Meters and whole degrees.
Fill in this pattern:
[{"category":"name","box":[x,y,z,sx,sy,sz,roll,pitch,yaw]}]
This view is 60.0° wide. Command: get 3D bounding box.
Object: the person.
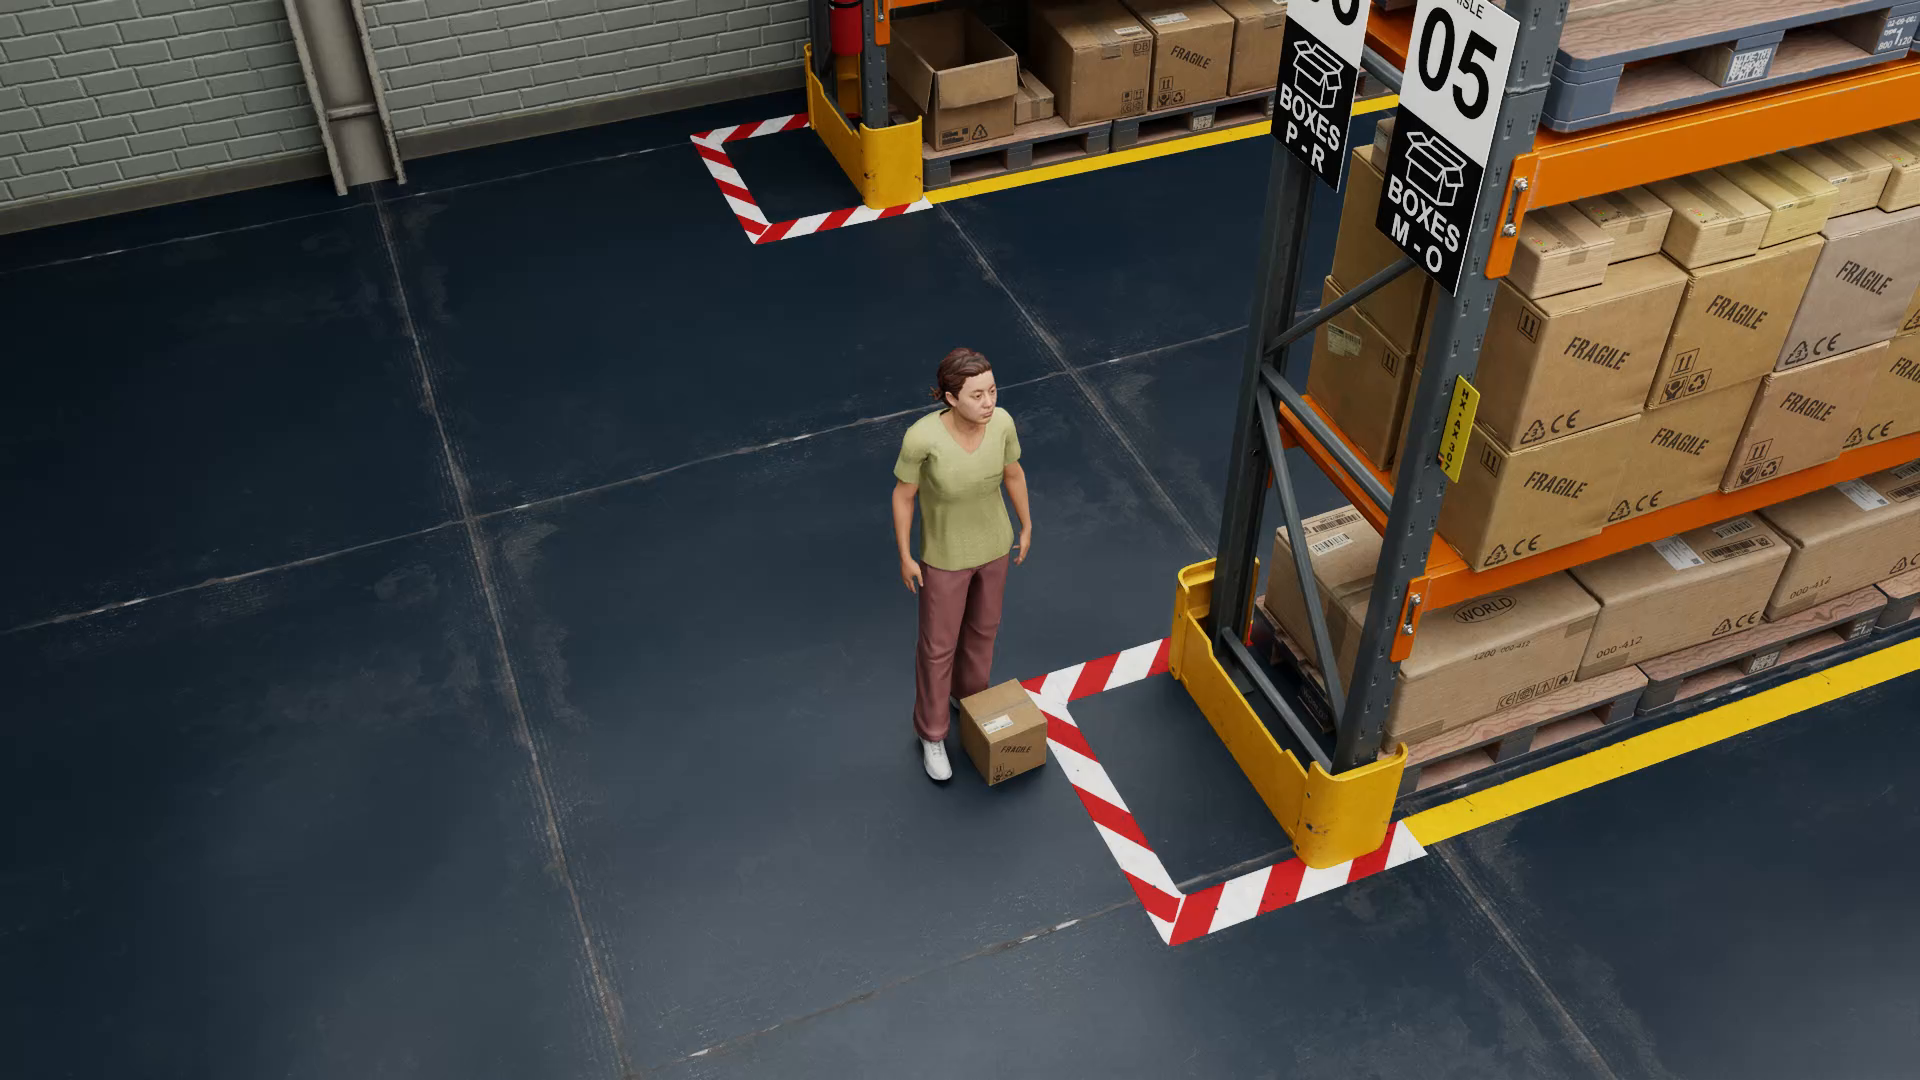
[{"category":"person","box":[0.040,0.081,6.056,0.554,1.676,0.549,-17,45,-18]}]
